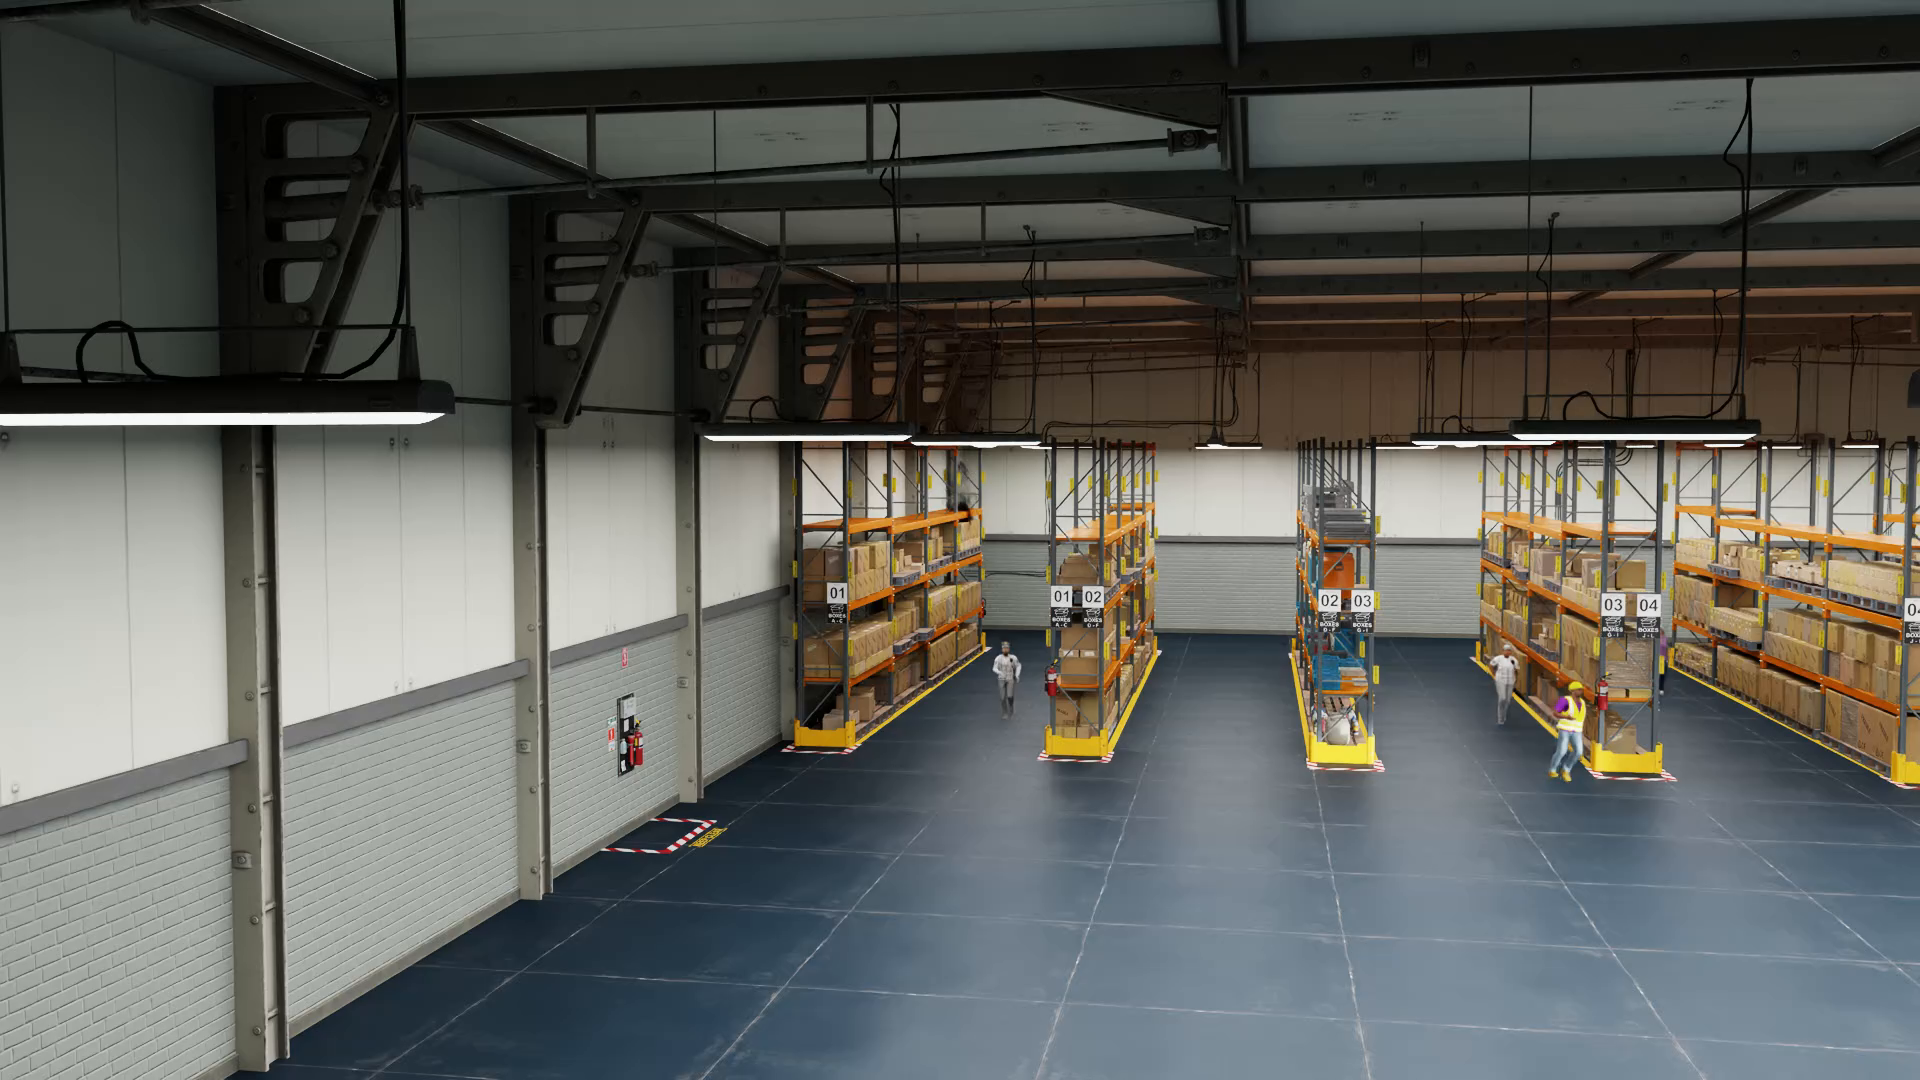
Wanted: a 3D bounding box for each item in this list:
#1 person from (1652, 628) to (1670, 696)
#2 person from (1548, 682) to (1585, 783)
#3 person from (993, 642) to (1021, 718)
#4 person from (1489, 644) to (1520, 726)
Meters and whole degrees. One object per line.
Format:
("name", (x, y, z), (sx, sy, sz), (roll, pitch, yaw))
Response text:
("person", (16.550, 2.861, 39.368), (0.547, 1.584, 0.718), (0, 3, 4))
("person", (10.659, 3.336, 28.931), (0.704, 1.755, 0.663), (0, 3, -9))
("person", (0.998, 3.005, 35.570), (0.597, 1.660, 0.569), (0, 3, 6))
("person", (11.491, 3.054, 35.020), (0.582, 1.720, 0.725), (0, 3, 0))
